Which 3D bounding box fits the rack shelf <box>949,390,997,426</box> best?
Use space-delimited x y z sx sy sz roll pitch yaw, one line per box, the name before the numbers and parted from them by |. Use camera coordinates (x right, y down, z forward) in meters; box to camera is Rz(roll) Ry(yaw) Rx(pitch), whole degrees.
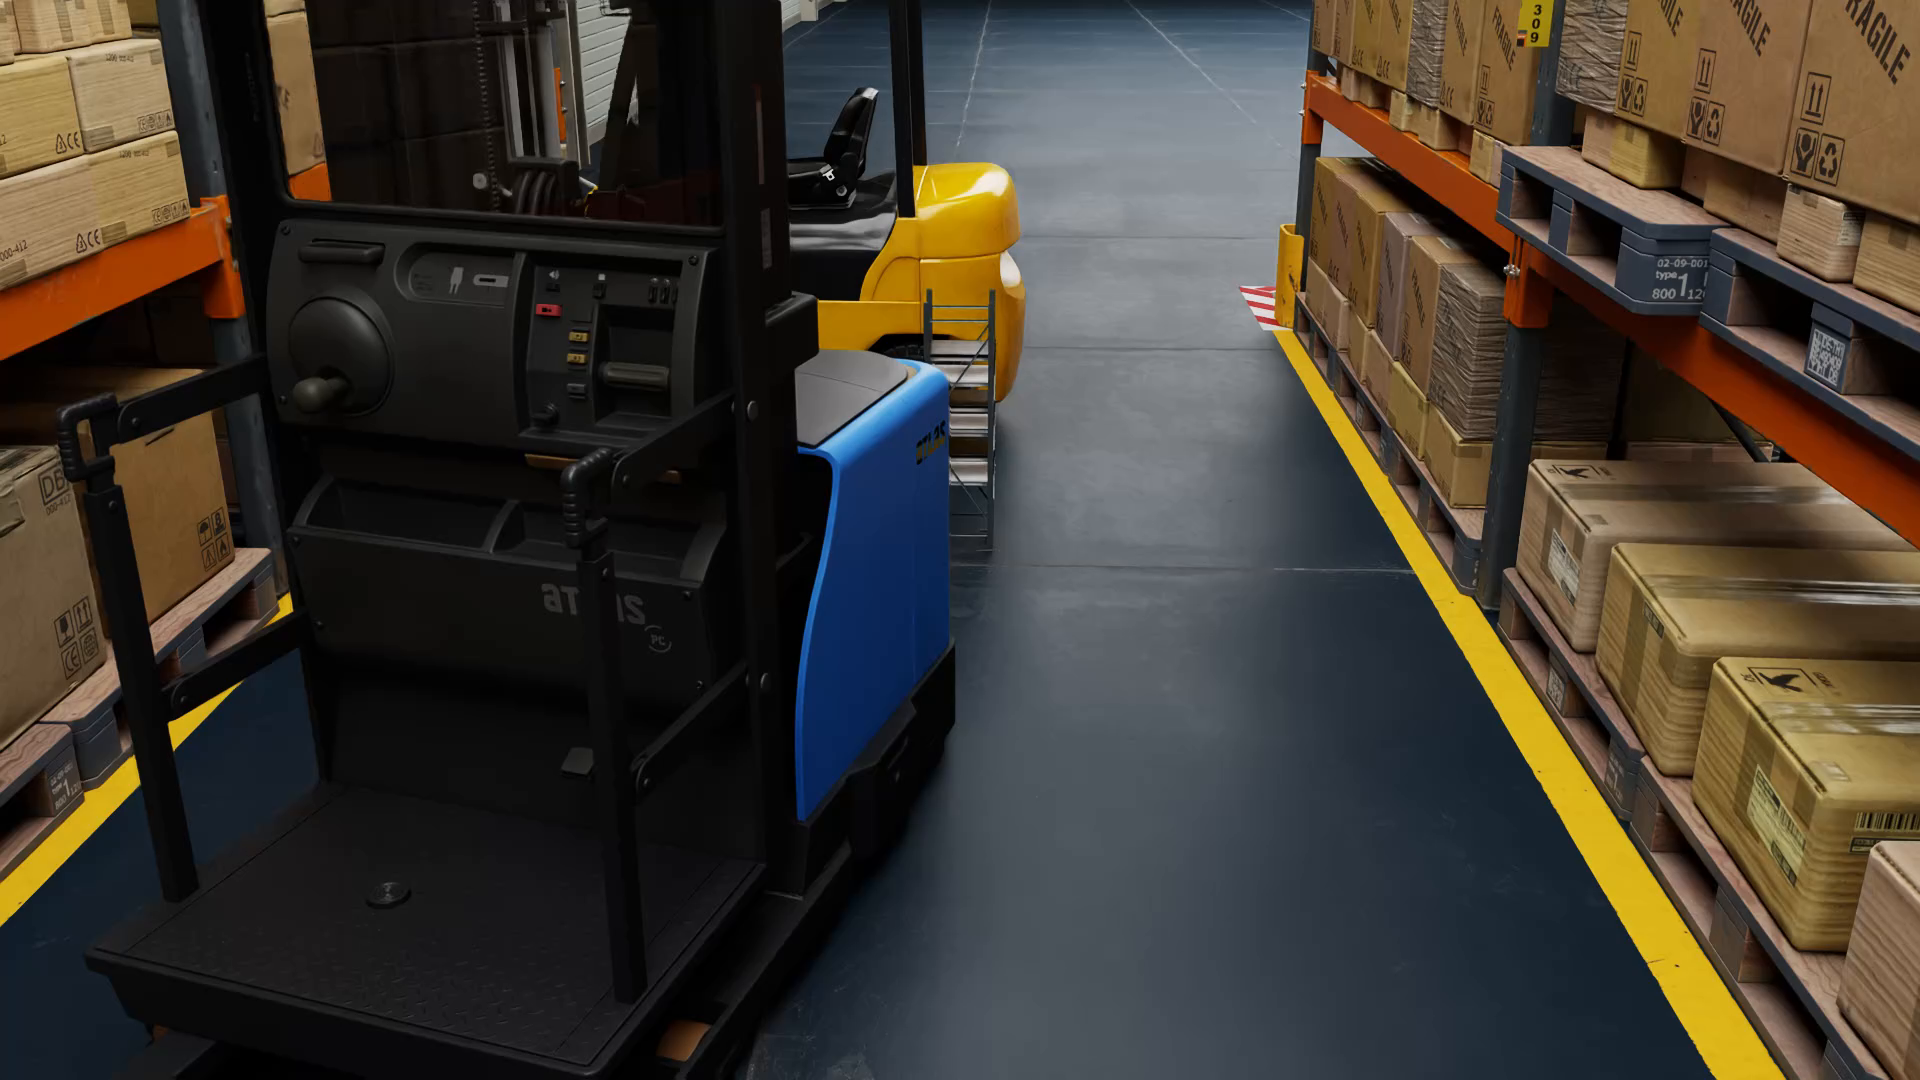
rack shelf | 0.000 -0.469 5.838 0.258 0.077 0.200 1 21 2

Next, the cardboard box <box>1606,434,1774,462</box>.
cardboard box | 2.494 -0.301 5.879 0.500 0.250 0.500 0 21 -1

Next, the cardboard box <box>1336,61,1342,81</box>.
cardboard box | 2.111 -2.386 8.378 0.380 0.149 0.250 1 21 2

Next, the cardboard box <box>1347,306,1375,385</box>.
cardboard box | 2.000 -0.867 7.336 0.500 0.250 0.500 2 21 5

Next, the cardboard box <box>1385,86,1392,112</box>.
cardboard box | 2.052 -1.918 7.172 0.380 0.149 0.250 1 21 3

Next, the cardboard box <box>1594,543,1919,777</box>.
cardboard box | 2.174 0.302 4.156 0.950 0.372 0.625 2 21 5

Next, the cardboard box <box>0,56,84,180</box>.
cardboard box | -2.523 -1.027 4.045 0.500 0.250 0.500 0 21 0

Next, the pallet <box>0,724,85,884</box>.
pallet | -2.773 0.779 3.730 1.003 0.211 1.213 1 21 2

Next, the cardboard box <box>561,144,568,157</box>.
cardboard box | -2.336 -1.887 8.583 0.500 0.250 0.500 1 21 3

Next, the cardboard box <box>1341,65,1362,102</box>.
cardboard box | 1.974 -2.108 7.662 0.380 0.149 0.250 1 21 2

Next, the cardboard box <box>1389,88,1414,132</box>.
cardboard box | 1.948 -1.732 6.694 0.380 0.149 0.250 1 21 2

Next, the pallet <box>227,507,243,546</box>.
pallet | -2.689 -0.217 6.297 1.003 0.211 1.213 1 21 2

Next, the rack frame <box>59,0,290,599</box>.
rack frame | -2.755 -1.230 5.053 1.000 3.000 0.127 1 21 2

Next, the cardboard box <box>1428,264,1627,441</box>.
cardboard box | 1.956 -0.657 5.760 0.500 0.500 0.500 0 21 1

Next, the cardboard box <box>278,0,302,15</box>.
cardboard box | -2.496 -1.880 5.692 0.380 0.149 0.250 1 21 2

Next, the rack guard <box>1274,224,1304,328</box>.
rack guard | 2.326 -1.430 9.024 1.175 0.500 0.348 1 21 2

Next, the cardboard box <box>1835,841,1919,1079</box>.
cardboard box | 2.126 0.827 2.802 0.950 0.372 0.625 0 21 1

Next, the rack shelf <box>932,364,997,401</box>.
rack shelf | 0.000 -0.553 5.806 0.258 0.077 0.200 1 21 2

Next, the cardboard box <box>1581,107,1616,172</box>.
cardboard box | 1.874 -1.059 4.379 0.380 0.149 0.250 1 21 2

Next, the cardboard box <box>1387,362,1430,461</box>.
cardboard box | 1.962 -0.500 6.392 0.500 0.250 0.500 0 21 0

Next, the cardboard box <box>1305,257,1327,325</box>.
cardboard box | 2.027 -1.249 8.321 0.500 0.250 0.500 0 21 1

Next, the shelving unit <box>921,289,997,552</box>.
shelving unit | 0.000 -0.417 5.859 0.258 0.900 0.210 1 21 2

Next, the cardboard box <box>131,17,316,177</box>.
cardboard box | -2.481 -1.434 5.441 0.500 0.500 0.500 0 21 0

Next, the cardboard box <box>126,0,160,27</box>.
cardboard box | -2.483 -1.692 5.207 0.380 0.149 0.250 0 21 1

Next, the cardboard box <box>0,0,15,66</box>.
cardboard box | -2.469 -1.175 3.877 0.380 0.149 0.250 0 21 0

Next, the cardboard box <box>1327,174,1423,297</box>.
cardboard box | 2.015 -1.400 7.676 0.500 0.500 0.500 0 21 0

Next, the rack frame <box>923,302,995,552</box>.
rack frame | -0.003 -0.380 5.764 0.240 0.900 0.006 1 21 2

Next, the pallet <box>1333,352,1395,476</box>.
pallet | 2.226 -0.562 7.187 1.003 0.211 1.213 1 21 2

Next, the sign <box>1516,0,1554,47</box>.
sign | 1.664 -1.584 4.767 0.100 0.325 0.005 1 21 2

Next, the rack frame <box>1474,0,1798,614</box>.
rack frame | 2.206 -1.177 4.916 1.000 3.000 0.127 1 21 2

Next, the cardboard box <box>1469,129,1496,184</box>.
cardboard box | 1.912 -1.270 5.502 0.380 0.149 0.250 1 21 3

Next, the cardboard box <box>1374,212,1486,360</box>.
cardboard box | 1.984 -1.026 6.710 0.500 0.500 0.500 2 21 4

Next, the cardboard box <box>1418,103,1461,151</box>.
cardboard box | 1.939 -1.547 6.216 0.380 0.149 0.250 0 21 1

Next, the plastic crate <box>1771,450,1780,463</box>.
plastic crate | 3.074 -0.375 6.884 0.402 0.080 0.583 -7 22 -17

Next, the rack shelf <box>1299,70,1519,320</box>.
rack shelf | 2.267 -1.565 6.910 1.077 0.370 4.000 1 21 2

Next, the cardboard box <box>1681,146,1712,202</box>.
cardboard box | 1.925 -0.866 3.880 0.380 0.149 0.250 2 21 5

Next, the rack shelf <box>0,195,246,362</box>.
rack shelf | -2.816 -0.172 3.319 1.077 0.370 4.000 1 21 2

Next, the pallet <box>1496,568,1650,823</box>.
pallet | 2.184 0.405 4.695 1.003 0.211 1.213 1 21 2

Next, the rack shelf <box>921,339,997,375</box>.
rack shelf | 0.000 -0.637 5.773 0.258 0.077 0.200 1 21 2

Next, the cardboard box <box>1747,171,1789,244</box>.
cardboard box | 1.866 -0.684 3.412 0.380 0.149 0.250 1 21 2

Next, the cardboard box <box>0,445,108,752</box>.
cardboard box | -2.791 0.150 4.197 0.875 0.625 0.625 0 21 1

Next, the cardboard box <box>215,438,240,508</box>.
cardboard box | -2.410 -0.315 5.916 0.500 0.250 0.500 1 21 2

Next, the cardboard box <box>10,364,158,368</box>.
cardboard box | -2.945 -0.556 5.843 0.500 0.250 0.500 0 21 0

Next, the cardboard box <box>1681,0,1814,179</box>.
cardboard box | 1.862 -1.032 3.412 0.500 0.500 0.500 1 21 1

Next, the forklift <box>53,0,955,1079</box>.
forklift | -0.967 -0.371 2.933 1.130 2.935 3.031 7 22 17

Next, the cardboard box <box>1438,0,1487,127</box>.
cardboard box | 1.980 -1.712 5.745 0.500 0.500 0.500 1 21 3

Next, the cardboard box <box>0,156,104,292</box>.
cardboard box | -2.519 -0.793 4.134 0.500 0.250 0.500 1 21 1

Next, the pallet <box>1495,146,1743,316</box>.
pallet | 2.038 -0.813 4.242 1.003 0.211 1.213 1 21 2

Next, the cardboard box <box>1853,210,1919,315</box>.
cardboard box | 1.827 -0.492 2.916 0.380 0.149 0.250 0 21 0

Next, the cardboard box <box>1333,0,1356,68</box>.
cardboard box | 2.024 -2.453 7.655 0.500 0.500 0.500 1 21 3

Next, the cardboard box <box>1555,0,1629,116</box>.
cardboard box | 1.905 -1.392 4.339 0.500 0.500 0.500 1 21 3

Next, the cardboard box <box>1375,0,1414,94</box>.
cardboard box | 2.002 -2.085 6.706 0.500 0.500 0.500 0 21 1

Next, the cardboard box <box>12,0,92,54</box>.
cardboard box | -2.534 -1.360 4.352 0.380 0.149 0.250 0 21 1
